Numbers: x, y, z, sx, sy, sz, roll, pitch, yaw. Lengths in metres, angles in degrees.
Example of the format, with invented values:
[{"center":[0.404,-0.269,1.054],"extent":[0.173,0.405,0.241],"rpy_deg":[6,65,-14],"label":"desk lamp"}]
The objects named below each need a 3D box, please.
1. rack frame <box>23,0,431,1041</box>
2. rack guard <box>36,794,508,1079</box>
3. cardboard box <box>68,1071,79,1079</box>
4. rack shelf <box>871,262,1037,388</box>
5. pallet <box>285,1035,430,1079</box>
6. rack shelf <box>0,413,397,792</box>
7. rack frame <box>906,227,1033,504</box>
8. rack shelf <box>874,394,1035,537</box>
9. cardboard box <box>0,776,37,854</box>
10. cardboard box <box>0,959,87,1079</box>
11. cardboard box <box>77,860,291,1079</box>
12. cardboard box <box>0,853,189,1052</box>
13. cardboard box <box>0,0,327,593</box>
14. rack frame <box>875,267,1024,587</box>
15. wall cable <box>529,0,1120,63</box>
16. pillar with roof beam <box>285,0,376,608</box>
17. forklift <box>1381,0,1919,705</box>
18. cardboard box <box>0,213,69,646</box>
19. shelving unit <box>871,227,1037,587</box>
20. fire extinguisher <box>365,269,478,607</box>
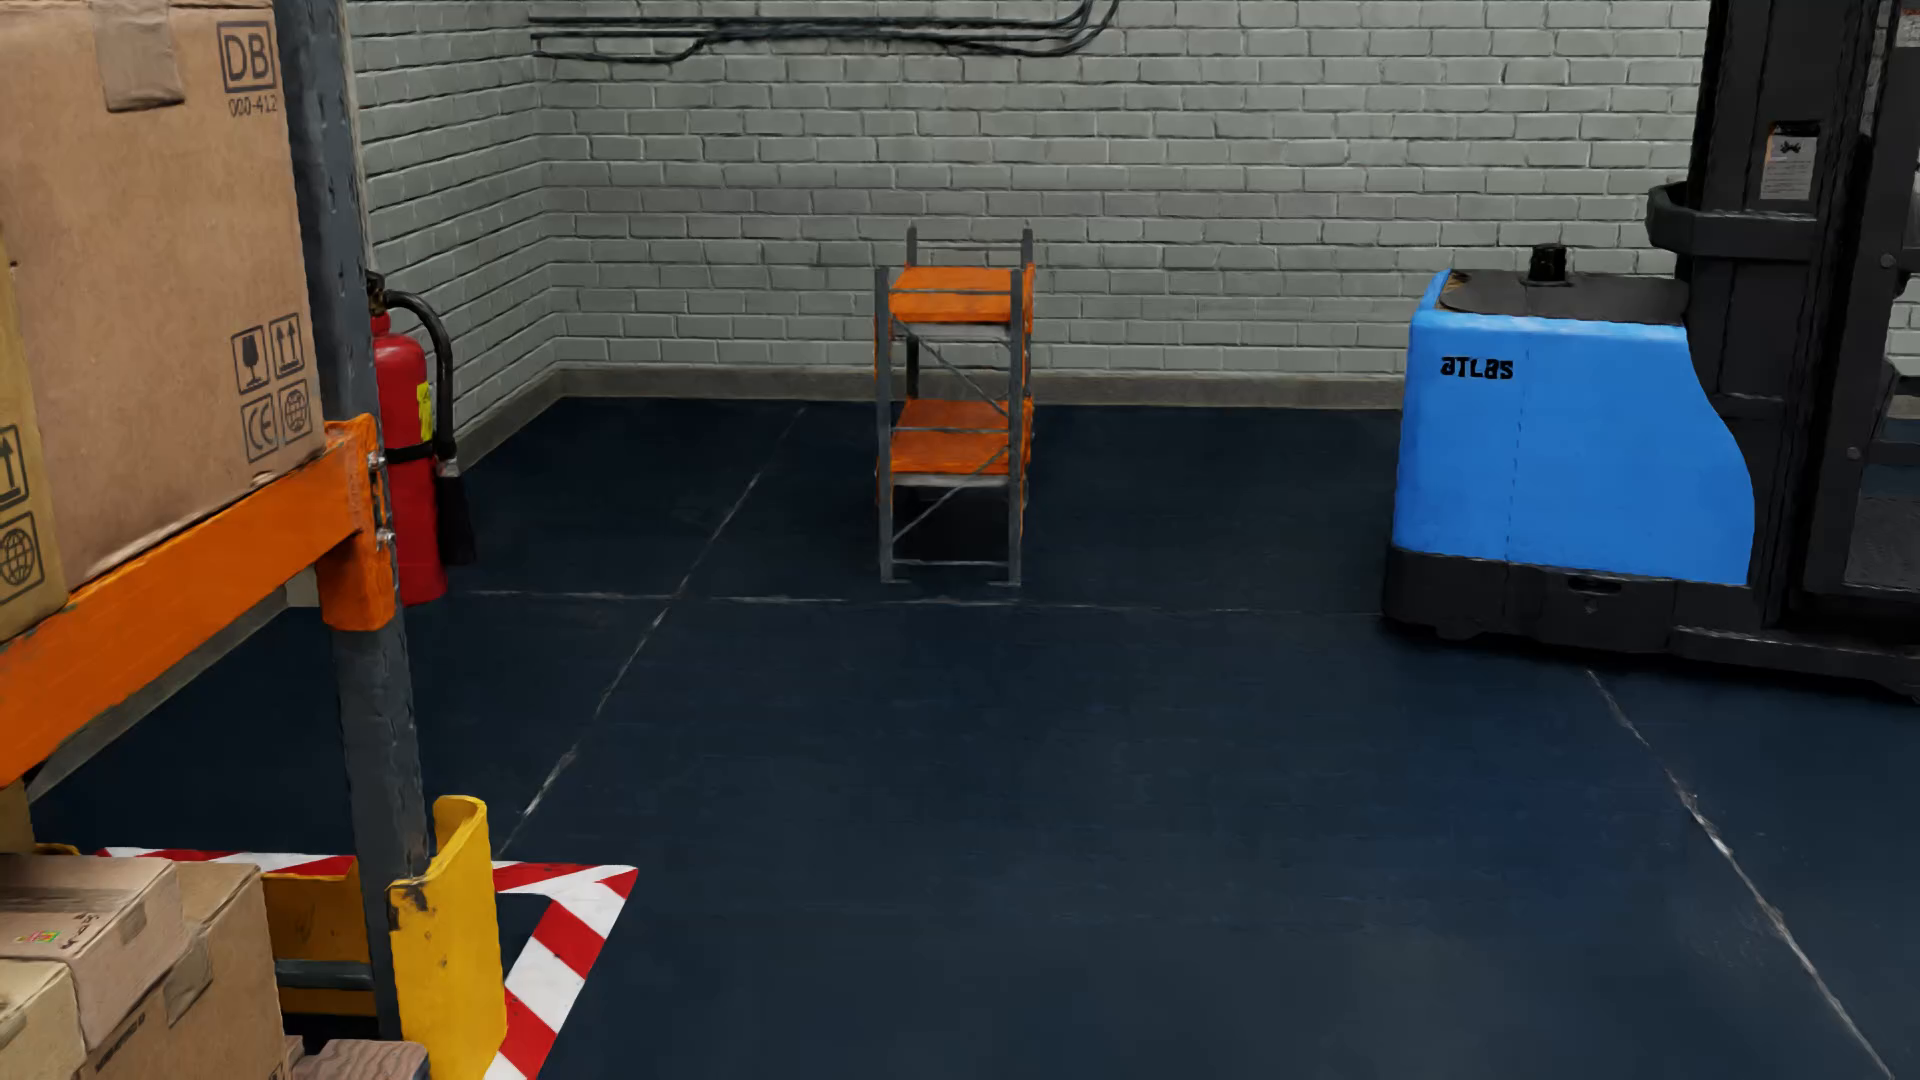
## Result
[{"center":[-1.512,-0.397,2.817],"extent":[1.000,3.000,0.127],"rpy_deg":[1,18,4],"label":"rack frame"},{"center":[-1.510,0.783,3.229],"extent":[1.175,0.500,0.348],"rpy_deg":[1,18,4],"label":"rack guard"},{"center":[-1.498,0.966,1.996],"extent":[0.700,0.500,0.500],"rpy_deg":[1,18,4],"label":"cardboard box"},{"center":[0.000,-0.815,6.163],"extent":[0.538,0.278,1.000],"rpy_deg":[1,18,4],"label":"rack shelf"},{"center":[-1.491,1.178,2.488],"extent":[1.003,0.211,1.213],"rpy_deg":[1,18,4],"label":"pallet"},{"center":[-1.655,0.566,1.033],"extent":[1.077,0.370,4.000],"rpy_deg":[1,18,4],"label":"rack shelf"},{"center":[0.037,-0.695,6.736],"extent":[0.500,1.125,0.032],"rpy_deg":[1,18,4],"label":"rack frame"},{"center":[0.000,-0.304,6.330],"extent":[0.538,0.278,1.000],"rpy_deg":[1,18,4],"label":"rack shelf"},{"center":[-1.653,0.459,2.502],"extent":[0.380,0.149,0.250],"rpy_deg":[1,18,4],"label":"cardboard box"},{"center":[-1.307,0.626,1.993],"extent":[0.380,0.149,0.250],"rpy_deg":[2,18,5],"label":"cardboard box"},{"center":[-1.462,0.811,2.471],"extent":[0.700,0.500,0.500],"rpy_deg":[1,18,4],"label":"cardboard box"},{"center":[-1.289,0.547,2.236],"extent":[0.380,0.149,0.250],"rpy_deg":[1,18,3],"label":"cardboard box"},{"center":[-1.538,-0.381,2.286],"extent":[0.980,0.700,0.700],"rpy_deg":[2,18,6],"label":"cardboard box"},{"center":[-0.036,-0.379,5.772],"extent":[0.500,1.125,0.032],"rpy_deg":[1,18,4],"label":"rack frame"},{"center":[-0.750,-3.521,7.703],"extent":[3.097,2.526,0.112],"rpy_deg":[1,18,4],"label":"wall cable"},{"center":[2.113,-4.010,4.208],"extent":[9.100,9.000,0.400],"rpy_deg":[1,18,4],"label":"pillar with roof beam"},{"center":[2.961,-1.060,4.952],"extent":[3.031,2.935,1.130],"rpy_deg":[6,19,19],"label":"forklift"},{"center":[-1.579,-0.155,1.596],"extent":[0.980,0.700,0.700],"rpy_deg":[1,18,3],"label":"cardboard box"},{"center":[0.000,-0.537,6.254],"extent":[0.538,1.125,1.048],"rpy_deg":[1,18,4],"label":"shelving unit"},{"center":[-1.040,-0.220,2.999],"extent":[0.296,0.674,0.183],"rpy_deg":[1,18,4],"label":"fire extinguisher"}]
